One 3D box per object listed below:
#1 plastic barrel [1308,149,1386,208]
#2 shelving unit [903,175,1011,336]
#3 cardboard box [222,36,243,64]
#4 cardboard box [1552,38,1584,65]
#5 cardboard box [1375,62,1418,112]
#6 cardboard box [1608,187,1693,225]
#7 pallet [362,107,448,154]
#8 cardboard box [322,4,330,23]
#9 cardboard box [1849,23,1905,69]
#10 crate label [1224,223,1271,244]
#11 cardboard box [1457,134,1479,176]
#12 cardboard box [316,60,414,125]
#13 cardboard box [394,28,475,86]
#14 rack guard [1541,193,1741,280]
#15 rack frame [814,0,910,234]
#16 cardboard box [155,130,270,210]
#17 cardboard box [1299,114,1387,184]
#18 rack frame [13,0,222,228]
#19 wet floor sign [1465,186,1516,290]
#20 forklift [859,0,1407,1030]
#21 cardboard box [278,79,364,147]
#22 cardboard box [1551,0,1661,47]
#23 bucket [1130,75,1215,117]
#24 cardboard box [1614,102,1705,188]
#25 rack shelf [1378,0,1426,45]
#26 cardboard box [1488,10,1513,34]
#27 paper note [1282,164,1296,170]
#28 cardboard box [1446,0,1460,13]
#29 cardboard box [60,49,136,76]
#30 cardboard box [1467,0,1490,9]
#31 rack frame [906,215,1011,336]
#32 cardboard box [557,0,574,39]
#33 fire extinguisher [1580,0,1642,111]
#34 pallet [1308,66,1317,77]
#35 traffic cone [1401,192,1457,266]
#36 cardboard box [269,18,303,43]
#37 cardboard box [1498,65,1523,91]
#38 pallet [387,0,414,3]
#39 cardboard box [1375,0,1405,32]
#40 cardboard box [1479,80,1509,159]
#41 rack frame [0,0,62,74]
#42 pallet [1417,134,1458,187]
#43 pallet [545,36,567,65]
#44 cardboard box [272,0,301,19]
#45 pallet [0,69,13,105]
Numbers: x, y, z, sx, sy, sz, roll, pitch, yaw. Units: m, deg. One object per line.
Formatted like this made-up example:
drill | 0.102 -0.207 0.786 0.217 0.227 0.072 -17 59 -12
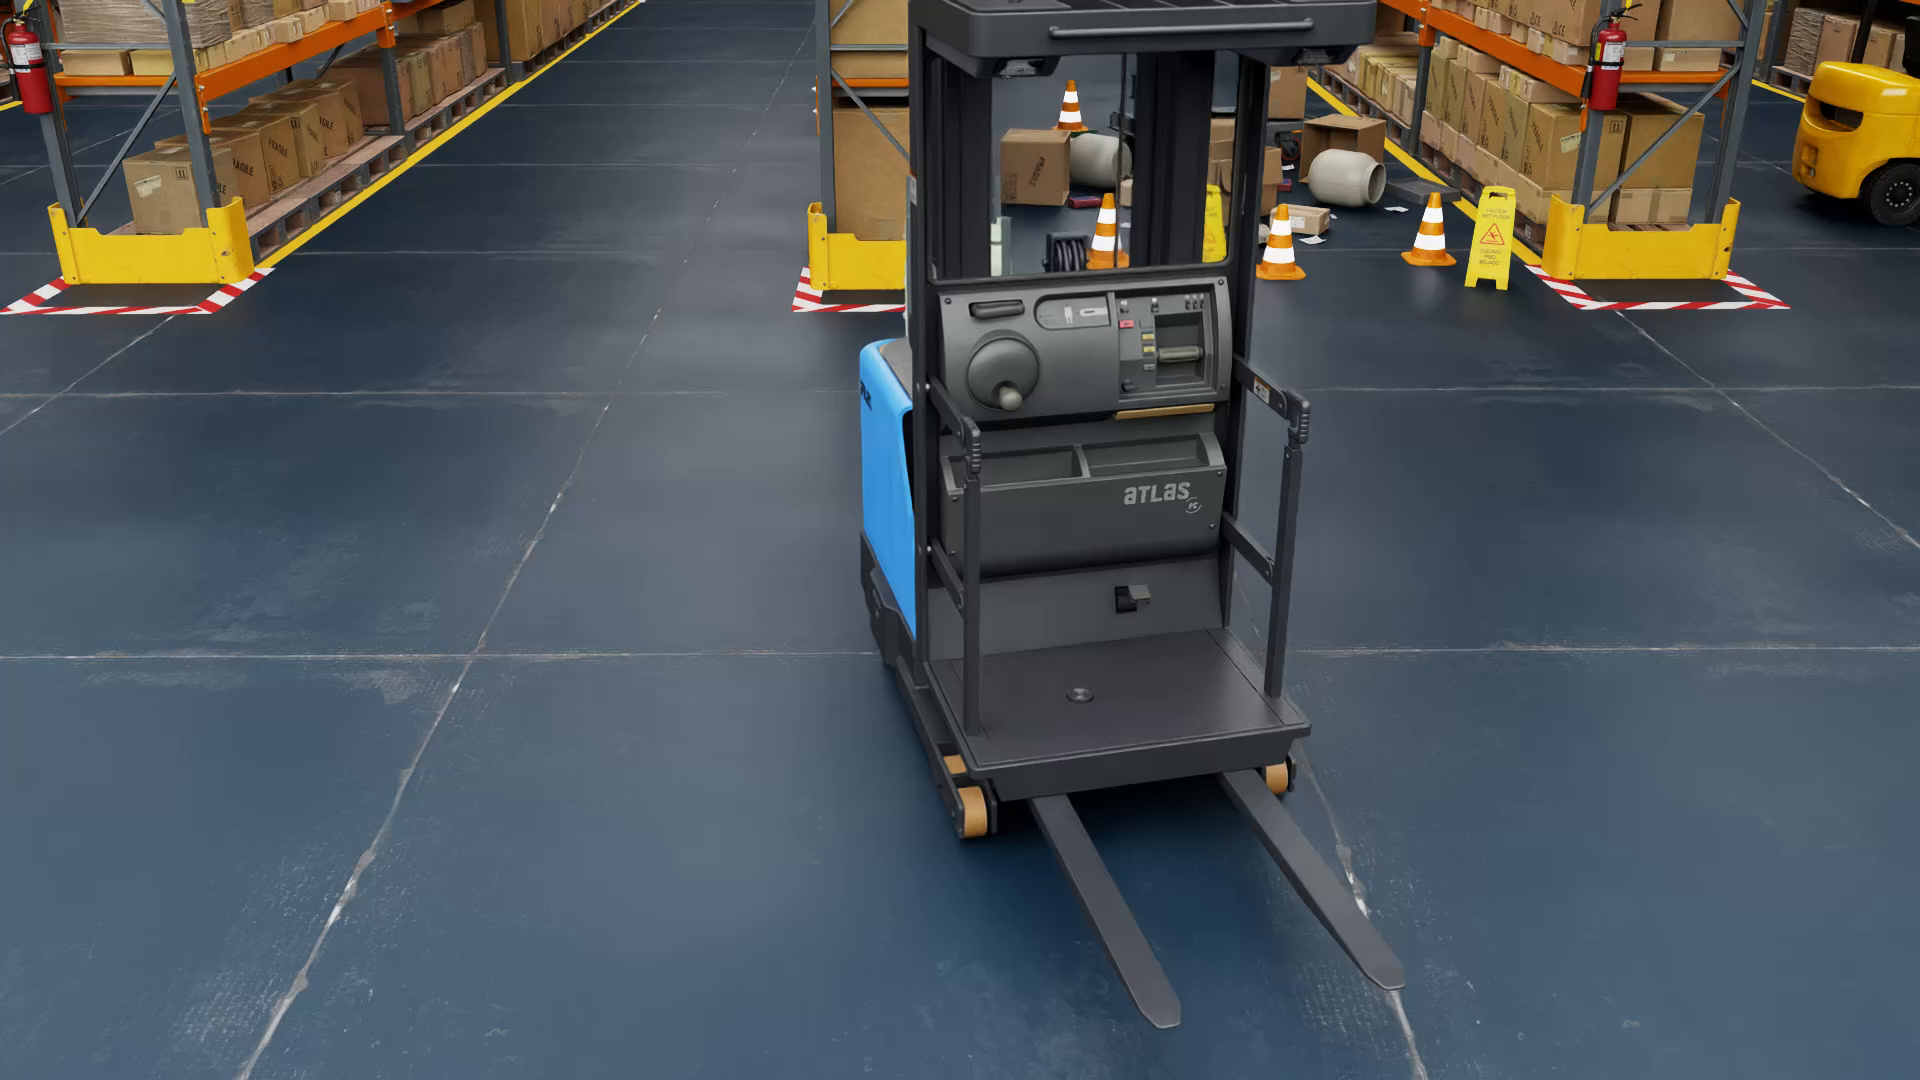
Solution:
plastic barrel | 3.015 -2.815 12.960 0.512 0.421 0.421 19 30 35
shelving unit | -0.017 -0.700 6.977 0.431 1.500 0.755 -1 24 -1
cardboard box | -5.094 -3.310 11.234 0.380 0.149 0.250 0 24 -1
cardboard box | 4.220 -3.287 11.182 0.380 0.149 0.250 -1 24 -1
cardboard box | 4.488 -4.299 15.795 0.950 0.372 0.625 1 24 3
cardboard box | 4.819 -2.417 11.780 0.500 0.250 0.500 0 24 -1
pallet | -5.412 -3.798 15.392 1.003 0.211 1.213 0 24 -1
cardboard box | -5.185 -4.134 13.055 0.380 0.149 0.250 0 24 -1
cardboard box | 9.443 -4.770 16.530 0.875 0.625 0.625 -1 24 -3
crate label | 2.080 -2.190 11.926 0.250 0.136 0.298 -14 28 -28
cardboard box | 4.270 -3.048 13.177 0.500 0.250 0.500 -1 24 -1
cardboard box | -5.387 -4.063 15.092 0.700 0.500 0.500 -2 24 -5
cardboard box | -5.399 -4.953 17.062 0.700 0.500 0.500 -2 24 -5
rack guard | 4.550 -2.037 11.147 1.175 0.500 0.348 0 24 -1
rack frame | -0.397 -3.081 10.421 1.000 3.000 0.127 0 24 -1
cardboard box | -5.389 -2.656 12.006 0.500 0.500 0.500 6 25 13
cardboard box | 3.159 -3.207 13.732 0.500 0.500 0.500 19 30 35
rack frame | -5.358 -3.100 10.464 1.000 3.000 0.127 0 24 -1
wet floor sign | 3.483 -1.989 10.864 0.267 0.644 0.232 8 26 18
forklift | 0.450 -0.576 4.967 1.130 2.935 3.031 -6 25 -12
cardboard box | -5.437 -3.636 14.172 0.500 0.500 0.500 -1 24 -2
cardboard box | 4.270 -3.548 10.972 0.500 0.500 0.500 -1 24 -1
bucket | 1.866 -3.884 14.326 0.726 0.611 0.620 8 16 18
cardboard box | 4.818 -2.768 11.647 0.500 0.500 0.500 -1 24 -2
rack shelf | 4.486 -5.289 16.177 1.077 0.370 4.000 0 24 -1
cardboard box | 4.226 -3.916 12.573 0.380 0.149 0.250 0 24 -1
paper note | 2.807 -3.214 14.319 0.148 0.019 0.142 0 24 -1
cardboard box | 4.245 -4.443 13.739 0.380 0.149 0.250 0 24 1
cardboard box | -5.568 -3.102 10.773 0.380 0.149 0.250 0 24 -1
cardboard box | 4.255 -4.377 12.807 0.500 0.500 0.500 0 24 -1
rack frame | -0.007 -0.549 6.644 0.400 1.500 0.023 -1 24 -1
cardboard box | -5.452 -6.636 20.351 1.225 0.875 0.875 -1 24 -2
fire extinguisher | 4.092 -3.060 10.469 0.296 0.674 0.183 0 24 -1
pallet | 4.531 -5.496 19.145 1.003 0.211 1.213 0 24 -1
traffic cone | 3.257 -2.160 11.464 0.336 0.463 0.334 0 24 -1
cardboard box | -5.042 -3.722 12.145 0.380 0.149 0.250 0 24 -1
cardboard box | 4.210 -3.412 12.285 0.380 0.149 0.250 1 24 2
pallet | -5.265 -4.976 14.846 1.003 0.211 1.213 0 24 -1
cardboard box | 4.539 -5.949 18.833 0.875 0.875 0.875 0 24 -1
cardboard box | 4.274 -3.177 12.551 0.500 0.500 0.500 -1 24 -2
rack frame | -10.398 -6.374 17.703 1.000 3.000 0.127 0 24 -1
pallet | 4.550 -3.246 14.170 1.003 0.211 1.213 0 24 -1
pallet | -5.389 -5.952 20.155 1.003 0.211 1.213 0 24 -1
cardboard box | -5.418 -4.125 12.249 0.875 0.500 0.500 0 24 -1
pallet | -10.428 -4.784 17.572 1.003 0.211 1.213 0 24 -1
